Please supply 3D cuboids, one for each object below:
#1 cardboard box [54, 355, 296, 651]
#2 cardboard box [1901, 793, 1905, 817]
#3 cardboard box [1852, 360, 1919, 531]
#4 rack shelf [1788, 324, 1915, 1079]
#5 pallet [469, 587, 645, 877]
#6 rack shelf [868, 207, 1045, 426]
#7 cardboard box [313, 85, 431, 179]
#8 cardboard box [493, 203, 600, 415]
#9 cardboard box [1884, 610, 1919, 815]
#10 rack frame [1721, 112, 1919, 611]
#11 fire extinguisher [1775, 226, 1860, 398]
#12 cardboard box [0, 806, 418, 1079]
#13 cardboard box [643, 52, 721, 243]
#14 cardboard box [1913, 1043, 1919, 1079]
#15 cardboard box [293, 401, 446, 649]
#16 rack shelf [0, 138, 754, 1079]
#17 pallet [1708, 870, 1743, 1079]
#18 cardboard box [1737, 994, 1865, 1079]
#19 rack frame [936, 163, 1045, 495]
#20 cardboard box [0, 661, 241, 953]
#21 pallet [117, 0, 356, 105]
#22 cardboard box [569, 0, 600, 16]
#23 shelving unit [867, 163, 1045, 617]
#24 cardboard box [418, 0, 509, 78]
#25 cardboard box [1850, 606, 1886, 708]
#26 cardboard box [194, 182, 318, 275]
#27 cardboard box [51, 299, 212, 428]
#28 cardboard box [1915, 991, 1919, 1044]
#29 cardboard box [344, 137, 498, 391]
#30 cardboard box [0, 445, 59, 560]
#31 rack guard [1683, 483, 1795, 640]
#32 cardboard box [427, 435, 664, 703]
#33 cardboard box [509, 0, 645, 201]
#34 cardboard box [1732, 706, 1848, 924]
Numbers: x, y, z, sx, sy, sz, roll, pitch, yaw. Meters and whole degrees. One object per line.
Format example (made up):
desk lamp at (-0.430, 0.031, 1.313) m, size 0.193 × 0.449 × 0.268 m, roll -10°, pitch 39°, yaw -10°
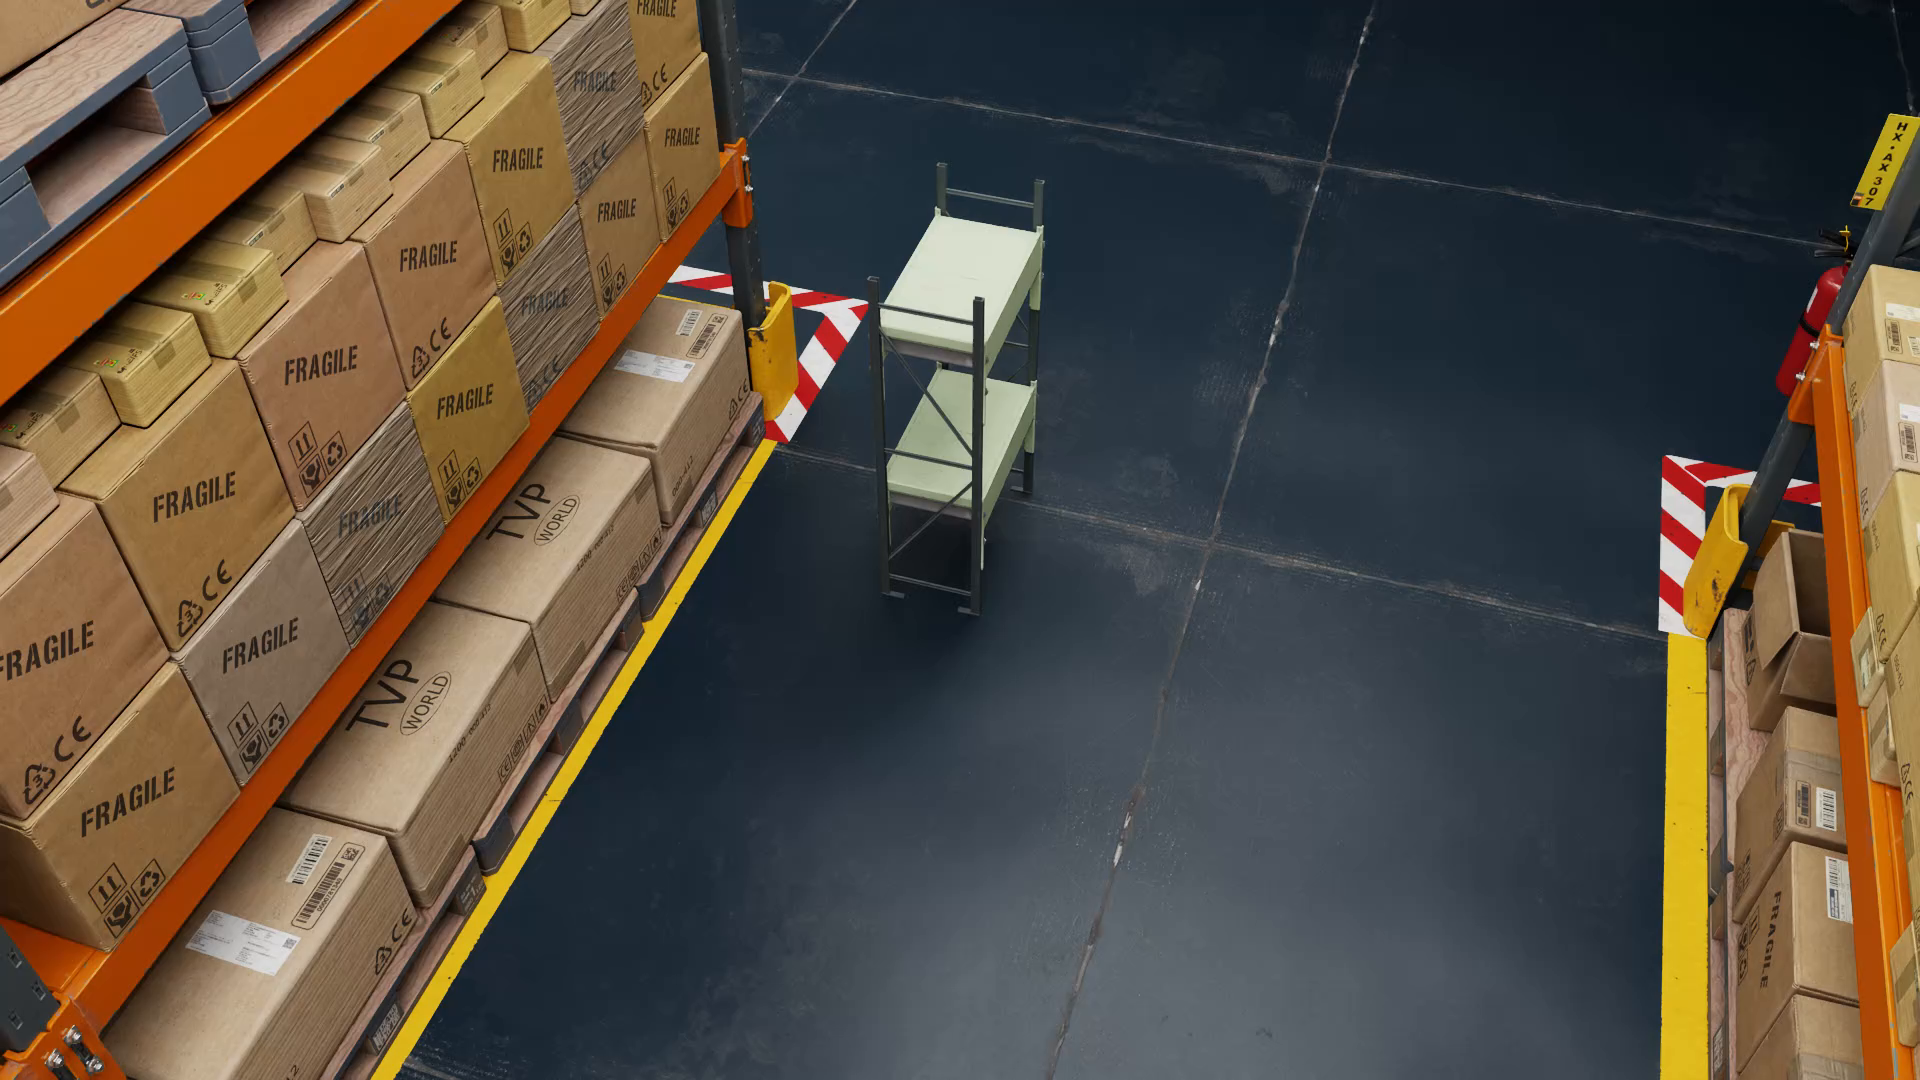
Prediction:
cardboard box at (-2.001, -0.129, 3.951) m, size 0.500 × 0.500 × 0.500 m, roll 12°, pitch 46°, yaw 12°
cardboard box at (2.537, 0.713, 4.056) m, size 0.380 × 0.149 × 0.250 m, roll 12°, pitch 46°, yaw 12°
cardboard box at (2.862, -0.223, 4.728) m, size 0.500 × 0.250 × 0.500 m, roll 13°, pitch 46°, yaw 13°
rack shelf at (2.803, 0.838, 4.263) m, size 1.077 × 0.370 × 4.000 m, roll 13°, pitch 46°, yaw 13°
pallet at (-1.862, 0.556, 6.031) m, size 1.003 × 0.211 × 1.213 m, roll 13°, pitch 46°, yaw 12°
rack shelf at (-0.002, -0.811, 5.948) m, size 0.431 × 0.370 × 0.720 m, roll 13°, pitch 46°, yaw 12°
cardboard box at (-1.673, -1.111, 4.490) m, size 0.380 × 0.149 × 0.250 m, roll 14°, pitch 46°, yaw 14°
cardboard box at (-1.530, -0.783, 5.334) m, size 0.500 × 0.500 × 0.500 m, roll 14°, pitch 46°, yaw 14°
cardboard box at (2.577, 0.461, 4.029) m, size 0.500 × 0.250 × 0.500 m, roll 11°, pitch 46°, yaw 11°
rack frame at (3.408, -0.752, 5.374) m, size 1.000 × 3.000 × 0.127 m, roll 13°, pitch 46°, yaw 13°
fire extinguisher at (3.012, -0.787, 5.731) m, size 0.296 × 0.674 × 0.183 m, roll 13°, pitch 46°, yaw 13°
cardboard box at (-2.242, 1.235, 4.875) m, size 0.875 × 0.438 × 0.875 m, roll 12°, pitch 46°, yaw 12°
cardboard box at (-1.217, -1.459, 6.025) m, size 0.500 × 0.500 × 0.500 m, roll 13°, pitch 46°, yaw 13°
cardboard box at (2.272, 1.212, 3.546) m, size 0.380 × 0.149 × 0.250 m, roll 14°, pitch 46°, yaw 14°
cardboard box at (-1.830, -0.092, 4.628) m, size 0.500 × 0.500 × 0.500 m, roll 13°, pitch 46°, yaw 13°
rack shelf at (-1.929, -0.211, 5.335) m, size 1.077 × 0.370 × 4.000 m, roll 13°, pitch 46°, yaw 13°
pallet at (2.774, 1.638, 4.926) m, size 1.003 × 0.211 × 1.213 m, roll 13°, pitch 46°, yaw 13°
cardboard box at (2.522, 1.632, 4.424) m, size 0.700 × 0.500 × 0.500 m, roll 11°, pitch 45°, yaw 11°
rack frame at (0.109, -0.776, 6.470) m, size 0.400 × 1.500 × 0.023 m, roll 13°, pitch 46°, yaw 12°
cardboard box at (-2.143, 0.572, 3.949) m, size 0.500 × 0.500 × 0.500 m, roll 14°, pitch 46°, yaw 14°
pallet at (-1.906, -1.529, 4.086) m, size 1.003 × 0.211 × 1.213 m, roll 13°, pitch 46°, yaw 13°
cardboard box at (-1.293, -1.780, 5.174) m, size 0.380 × 0.149 × 0.250 m, roll 12°, pitch 46°, yaw 12°
shelving unit at (-0.002, -0.532, 6.221) m, size 0.431 × 1.500 × 0.755 m, roll 13°, pitch 46°, yaw 12°
cardboard box at (-1.555, -1.462, 4.849) m, size 0.380 × 0.149 × 0.250 m, roll 12°, pitch 46°, yaw 12°
cardboard box at (2.610, 0.347, 4.430) m, size 0.380 × 0.149 × 0.250 m, roll 11°, pitch 46°, yaw 11°
cardboard box at (-1.853, -0.777, 4.149) m, size 0.380 × 0.149 × 0.250 m, roll 12°, pitch 46°, yaw 12°
cardboard box at (-1.959, -0.421, 3.786) m, size 0.380 × 0.149 × 0.250 m, roll 12°, pitch 46°, yaw 12°
cardboard box at (2.256, 1.133, 3.342) m, size 0.500 × 0.250 × 0.500 m, roll 13°, pitch 46°, yaw 13°
cardboard box at (-1.680, -0.804, 4.640) m, size 0.500 × 0.500 × 0.500 m, roll 12°, pitch 46°, yaw 12°
cardboard box at (-2.130, -0.089, 3.446) m, size 0.380 × 0.149 × 0.250 m, roll 13°, pitch 46°, yaw 13°
rack guard at (3.385, 0.192, 6.196) m, size 1.175 × 0.500 × 0.348 m, roll 13°, pitch 46°, yaw 13°
cardboard box at (-1.697, 0.038, 6.098) m, size 0.875 × 0.438 × 0.875 m, roll 14°, pitch 46°, yaw 14°
cardboard box at (-1.373, -1.468, 5.319) m, size 0.500 × 0.500 × 0.500 m, roll 13°, pitch 46°, yaw 13°
cardboard box at (2.837, 0.940, 5.131) m, size 0.700 × 0.500 × 0.500 m, roll 14°, pitch 46°, yaw 14°
